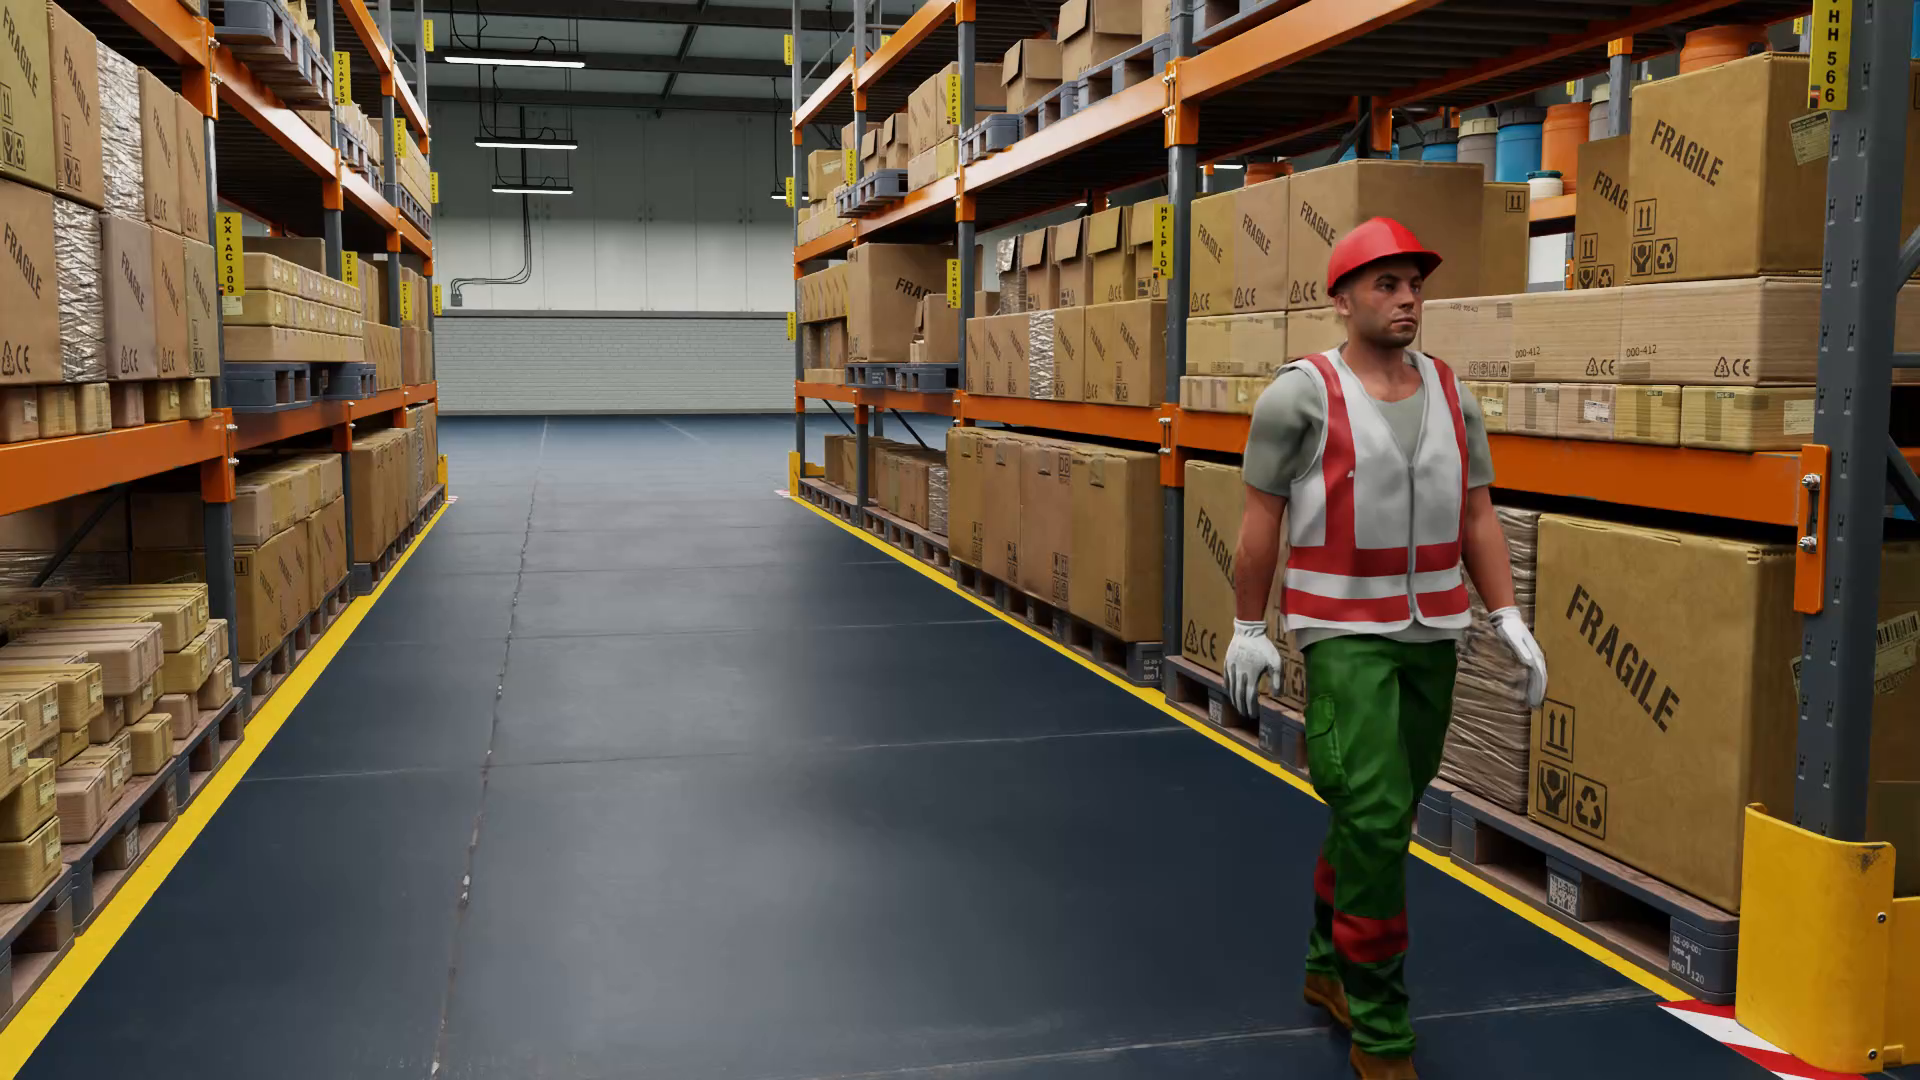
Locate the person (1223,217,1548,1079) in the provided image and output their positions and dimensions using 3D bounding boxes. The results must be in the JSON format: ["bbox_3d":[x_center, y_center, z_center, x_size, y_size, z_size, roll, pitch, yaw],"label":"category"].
[{"bbox_3d":[0.909,0.253,3.486,0.577,1.844,0.665,-2,6,-19],"label":"person"}]
